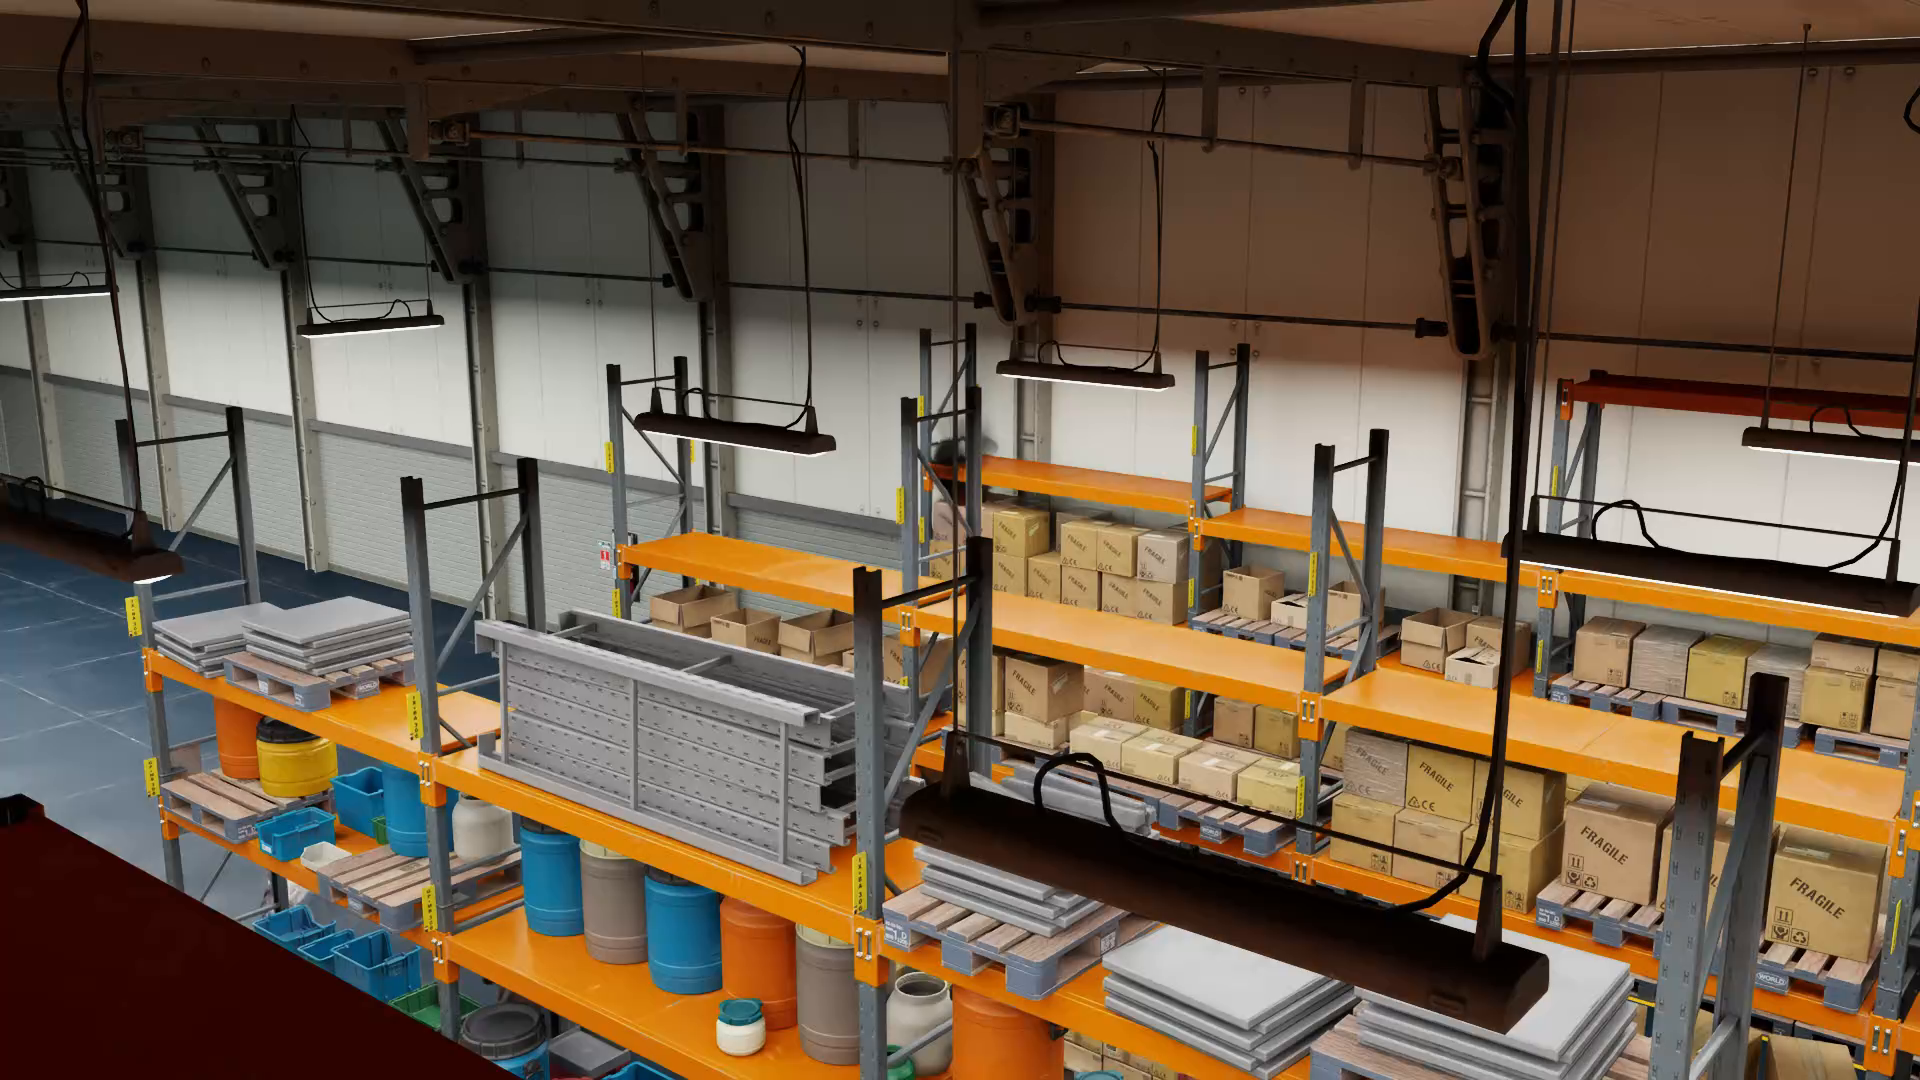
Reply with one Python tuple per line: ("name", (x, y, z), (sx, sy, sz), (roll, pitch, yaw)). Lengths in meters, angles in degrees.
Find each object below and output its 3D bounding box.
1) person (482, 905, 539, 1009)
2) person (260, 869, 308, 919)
("person", (-3.809, 3.982, 14.439), (1.046, 1.780, 0.695), (8, 15, 32))
("person", (-6.462, 3.743, 16.032), (0.516, 1.653, 0.640), (1, 13, 4))
